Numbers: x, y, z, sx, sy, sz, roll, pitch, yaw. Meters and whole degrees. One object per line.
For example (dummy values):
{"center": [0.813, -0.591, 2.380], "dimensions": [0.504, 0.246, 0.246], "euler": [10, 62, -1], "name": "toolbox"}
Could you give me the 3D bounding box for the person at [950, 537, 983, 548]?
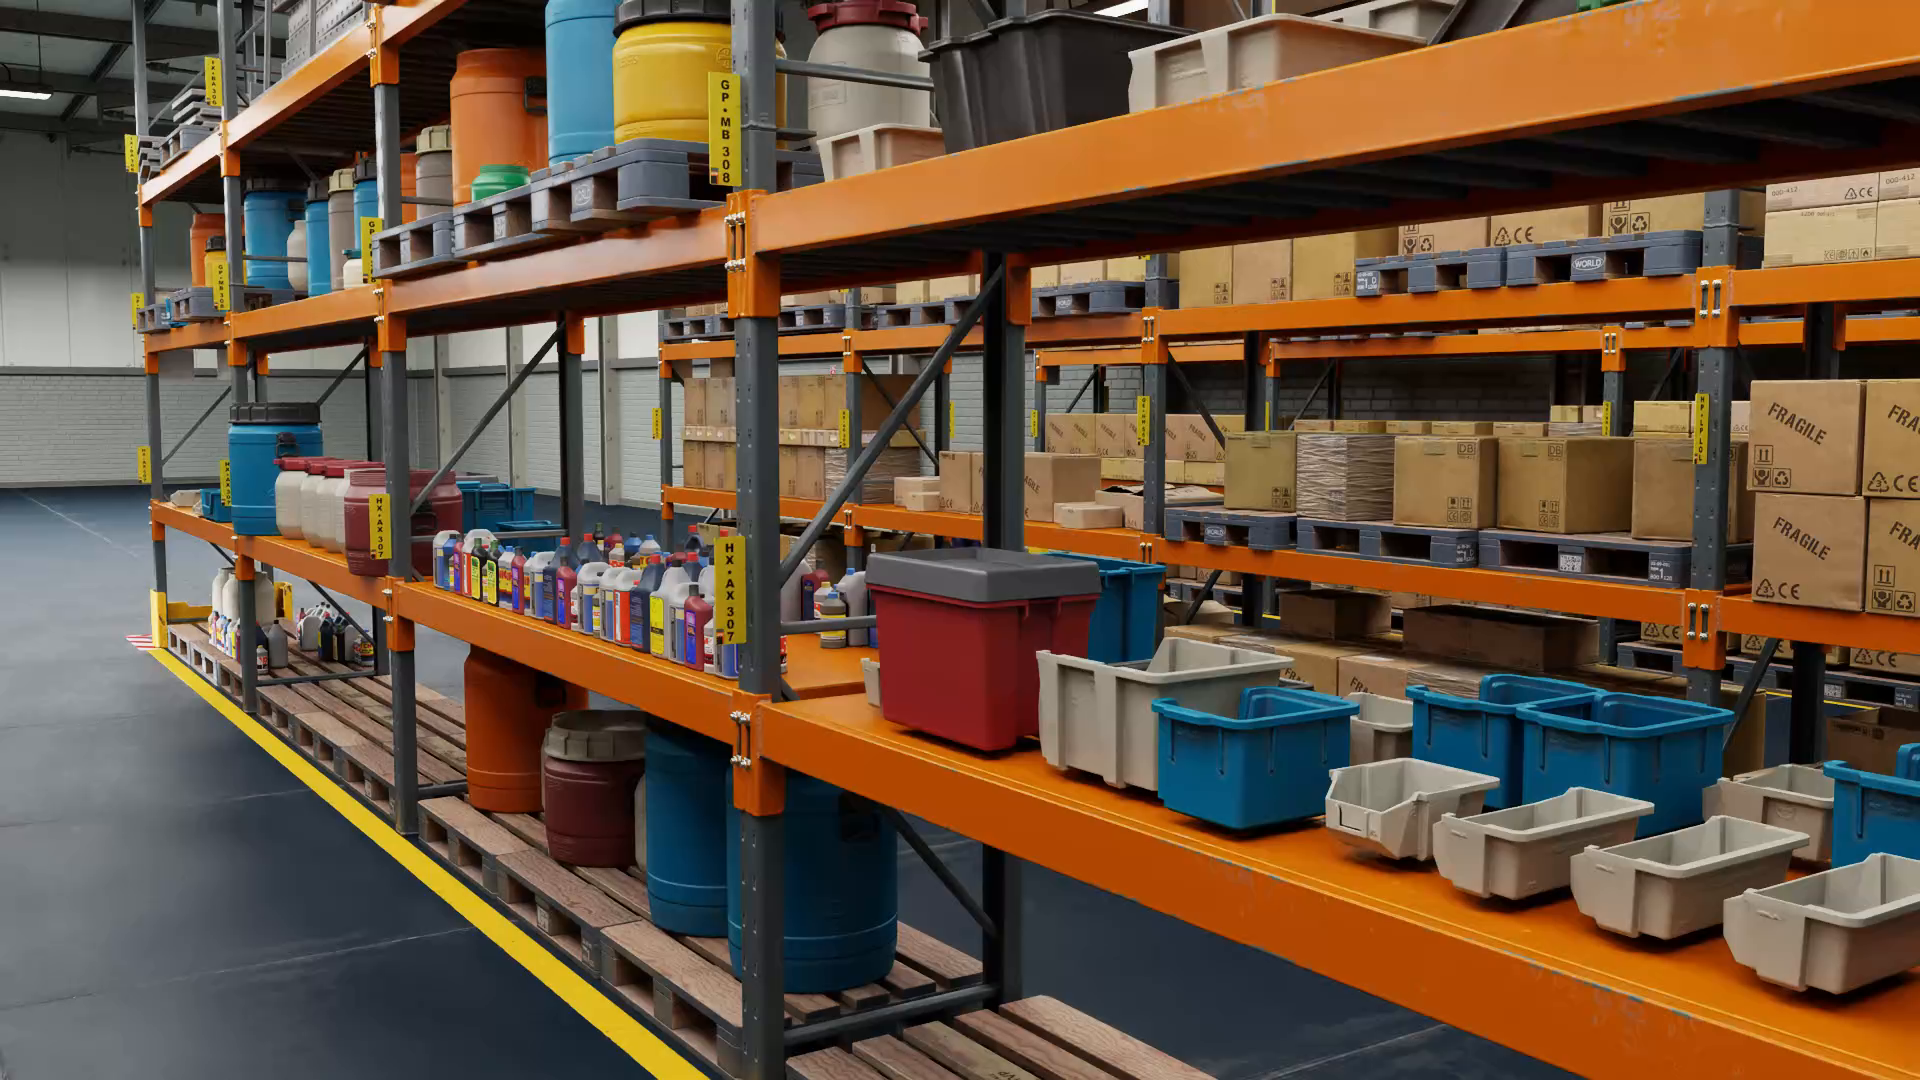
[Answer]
{"center": [0.017, -0.009, 16.742], "dimensions": [0.556, 1.651, 0.376], "euler": [-4, 6, -36], "name": "person"}
